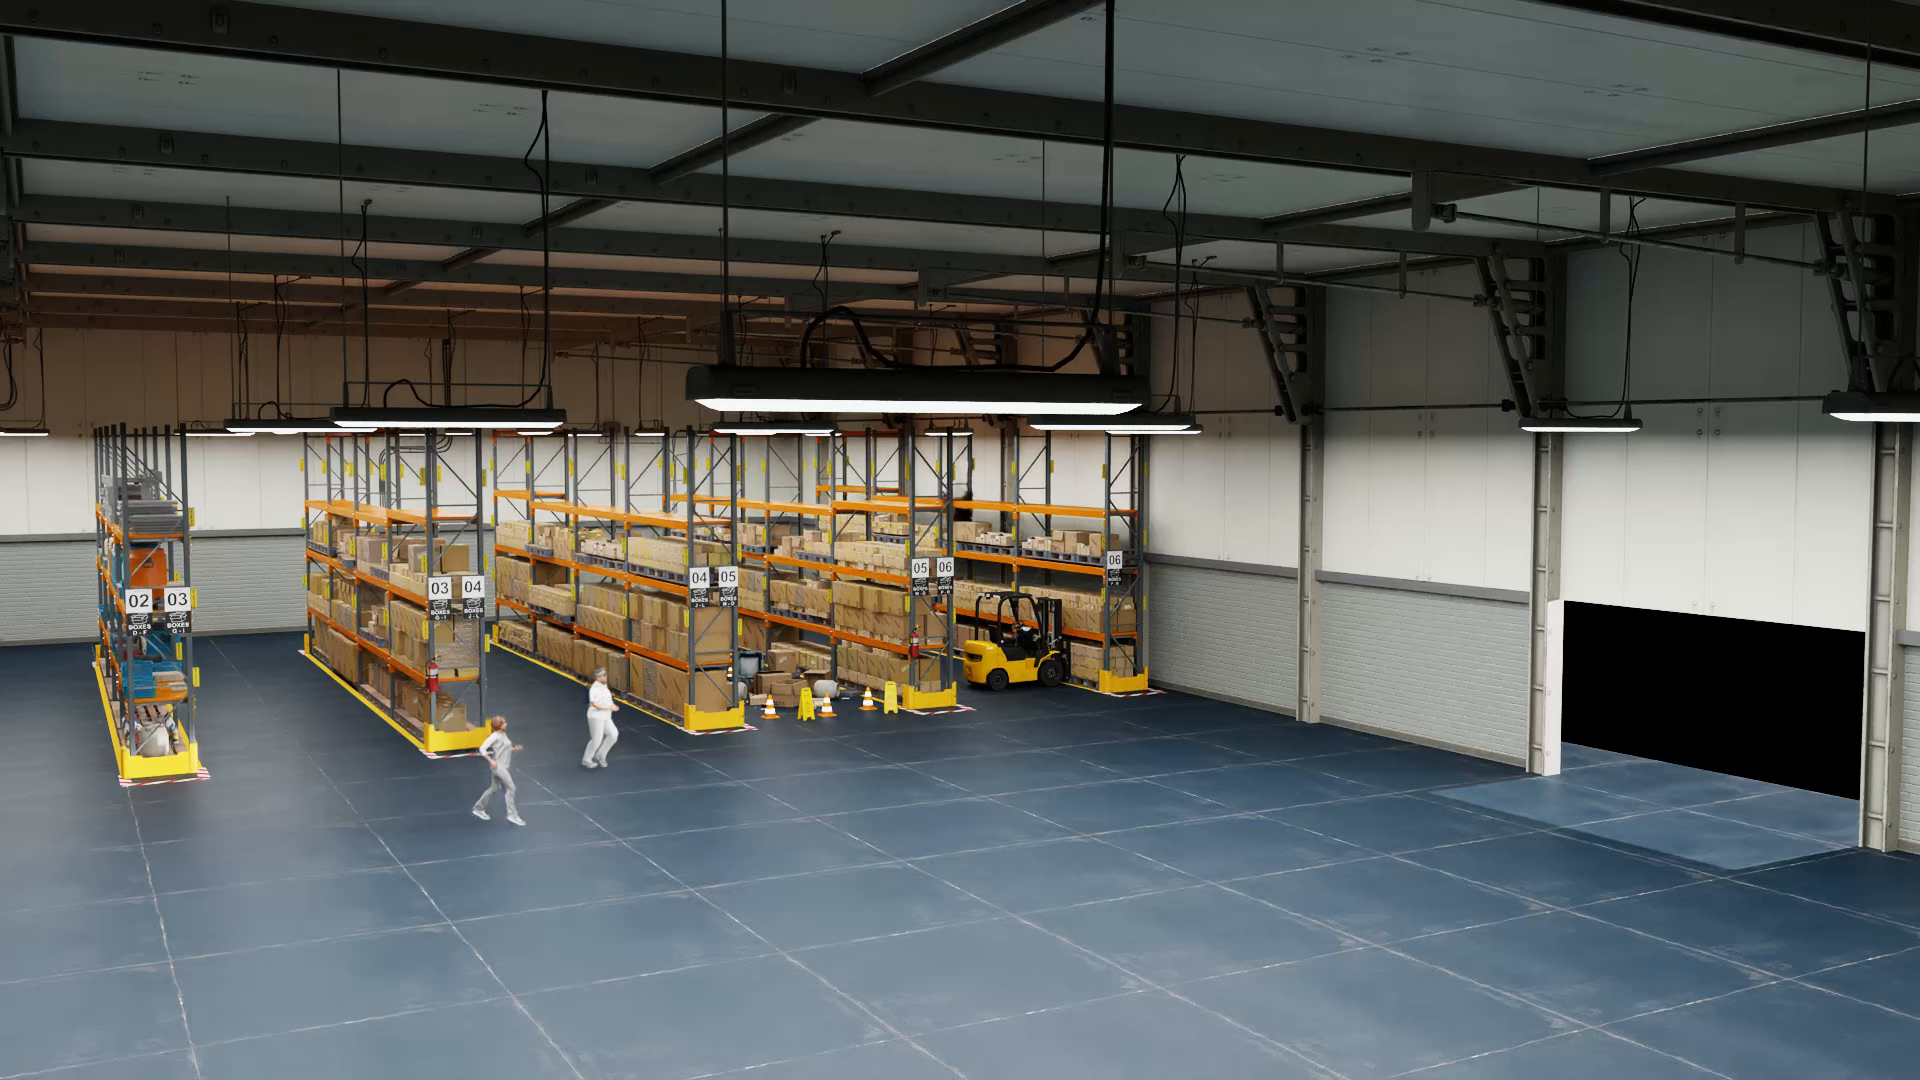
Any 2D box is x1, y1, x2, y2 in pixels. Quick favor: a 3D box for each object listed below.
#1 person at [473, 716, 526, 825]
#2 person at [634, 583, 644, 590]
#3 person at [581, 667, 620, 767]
[{"bbox_3d":[-6.844,3.413,24.646,0.785,1.627,0.518,0,3,-7],"label":"person"},{"bbox_3d":[-9.730,1.833,50.264,0.593,1.724,0.636,-2,4,-25],"label":"person"},{"bbox_3d":[-6.231,3.107,28.948,0.718,1.822,0.683,1,4,11],"label":"person"}]
